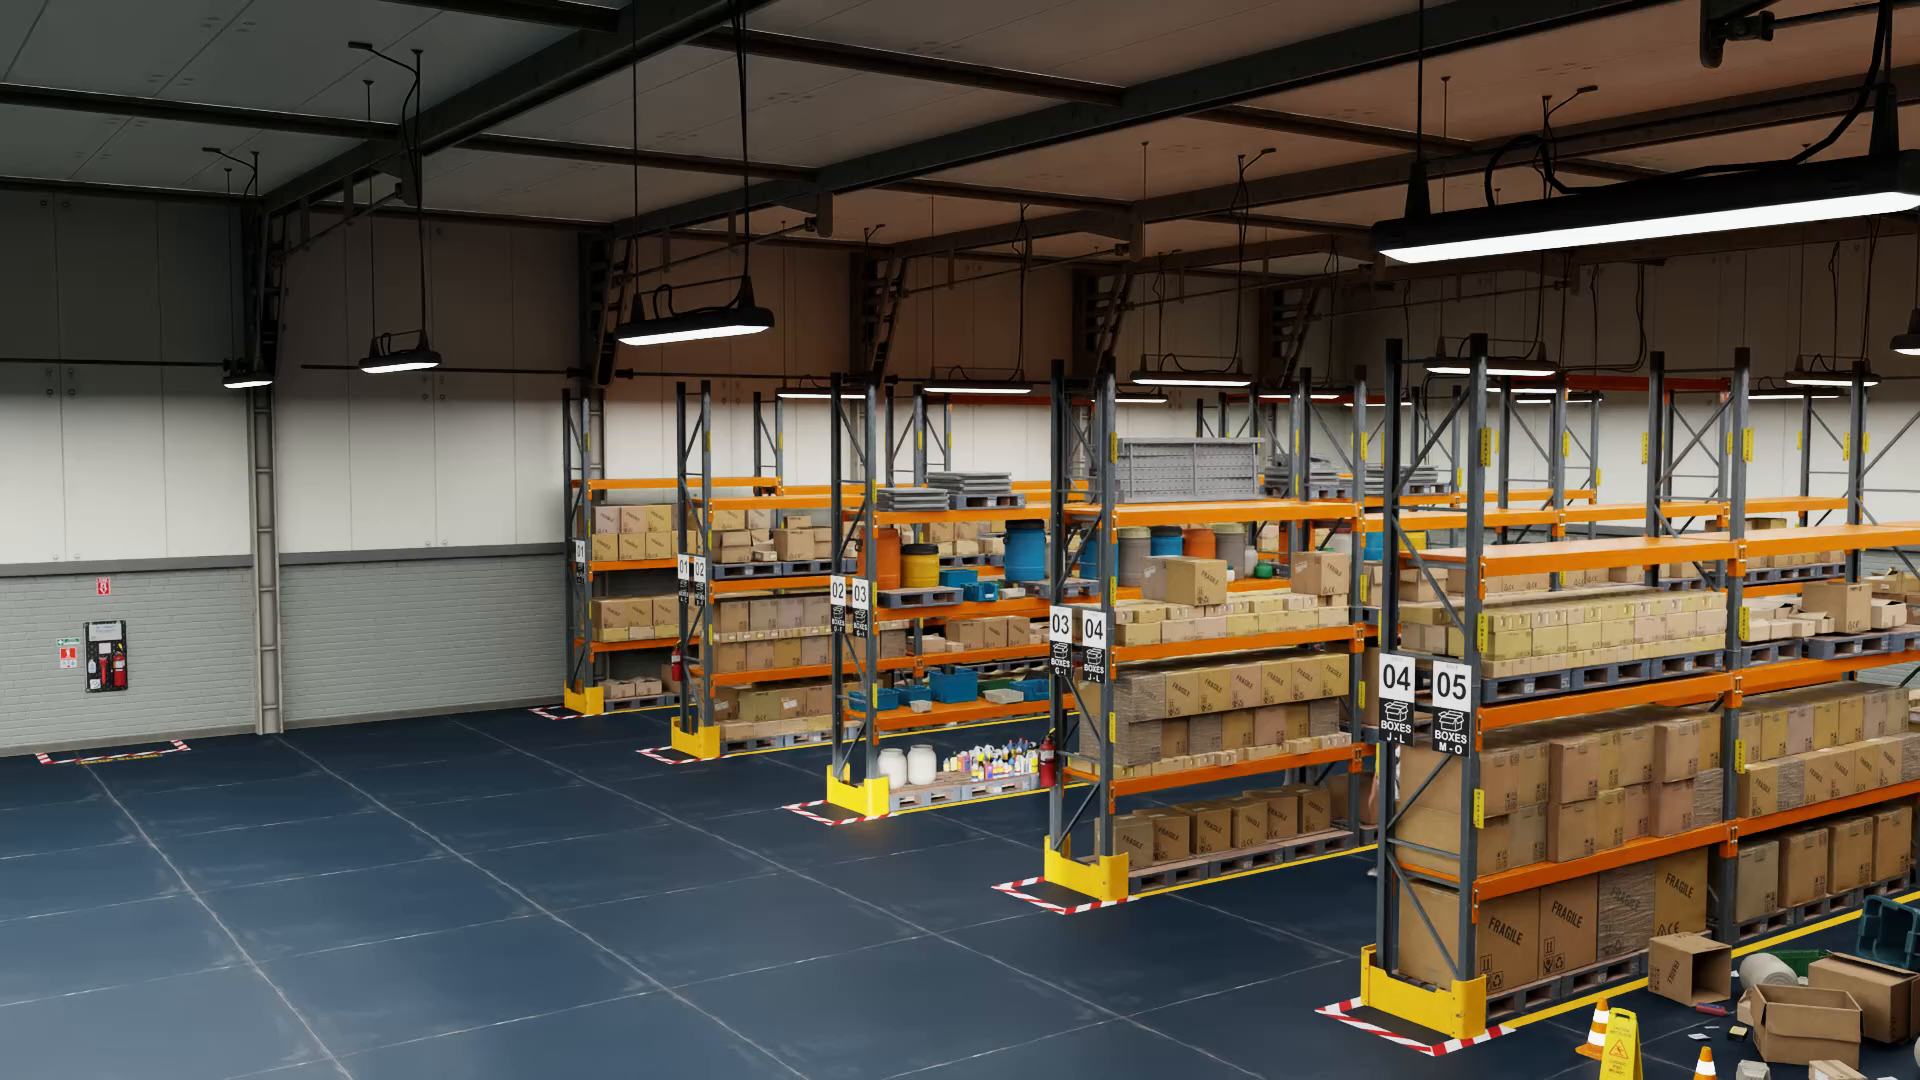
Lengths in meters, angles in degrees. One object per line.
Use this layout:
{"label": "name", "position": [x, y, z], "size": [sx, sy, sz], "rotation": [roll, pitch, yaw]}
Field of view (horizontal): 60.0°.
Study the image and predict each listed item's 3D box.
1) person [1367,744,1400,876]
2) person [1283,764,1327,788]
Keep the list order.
{"label": "person", "position": [5.049, 3.025, 19.531], "size": [0.961, 1.714, 0.578], "rotation": [-2, 4, -26]}
{"label": "person", "position": [4.695, 2.894, 22.939], "size": [0.913, 1.547, 0.429], "rotation": [-1, 4, -19]}
